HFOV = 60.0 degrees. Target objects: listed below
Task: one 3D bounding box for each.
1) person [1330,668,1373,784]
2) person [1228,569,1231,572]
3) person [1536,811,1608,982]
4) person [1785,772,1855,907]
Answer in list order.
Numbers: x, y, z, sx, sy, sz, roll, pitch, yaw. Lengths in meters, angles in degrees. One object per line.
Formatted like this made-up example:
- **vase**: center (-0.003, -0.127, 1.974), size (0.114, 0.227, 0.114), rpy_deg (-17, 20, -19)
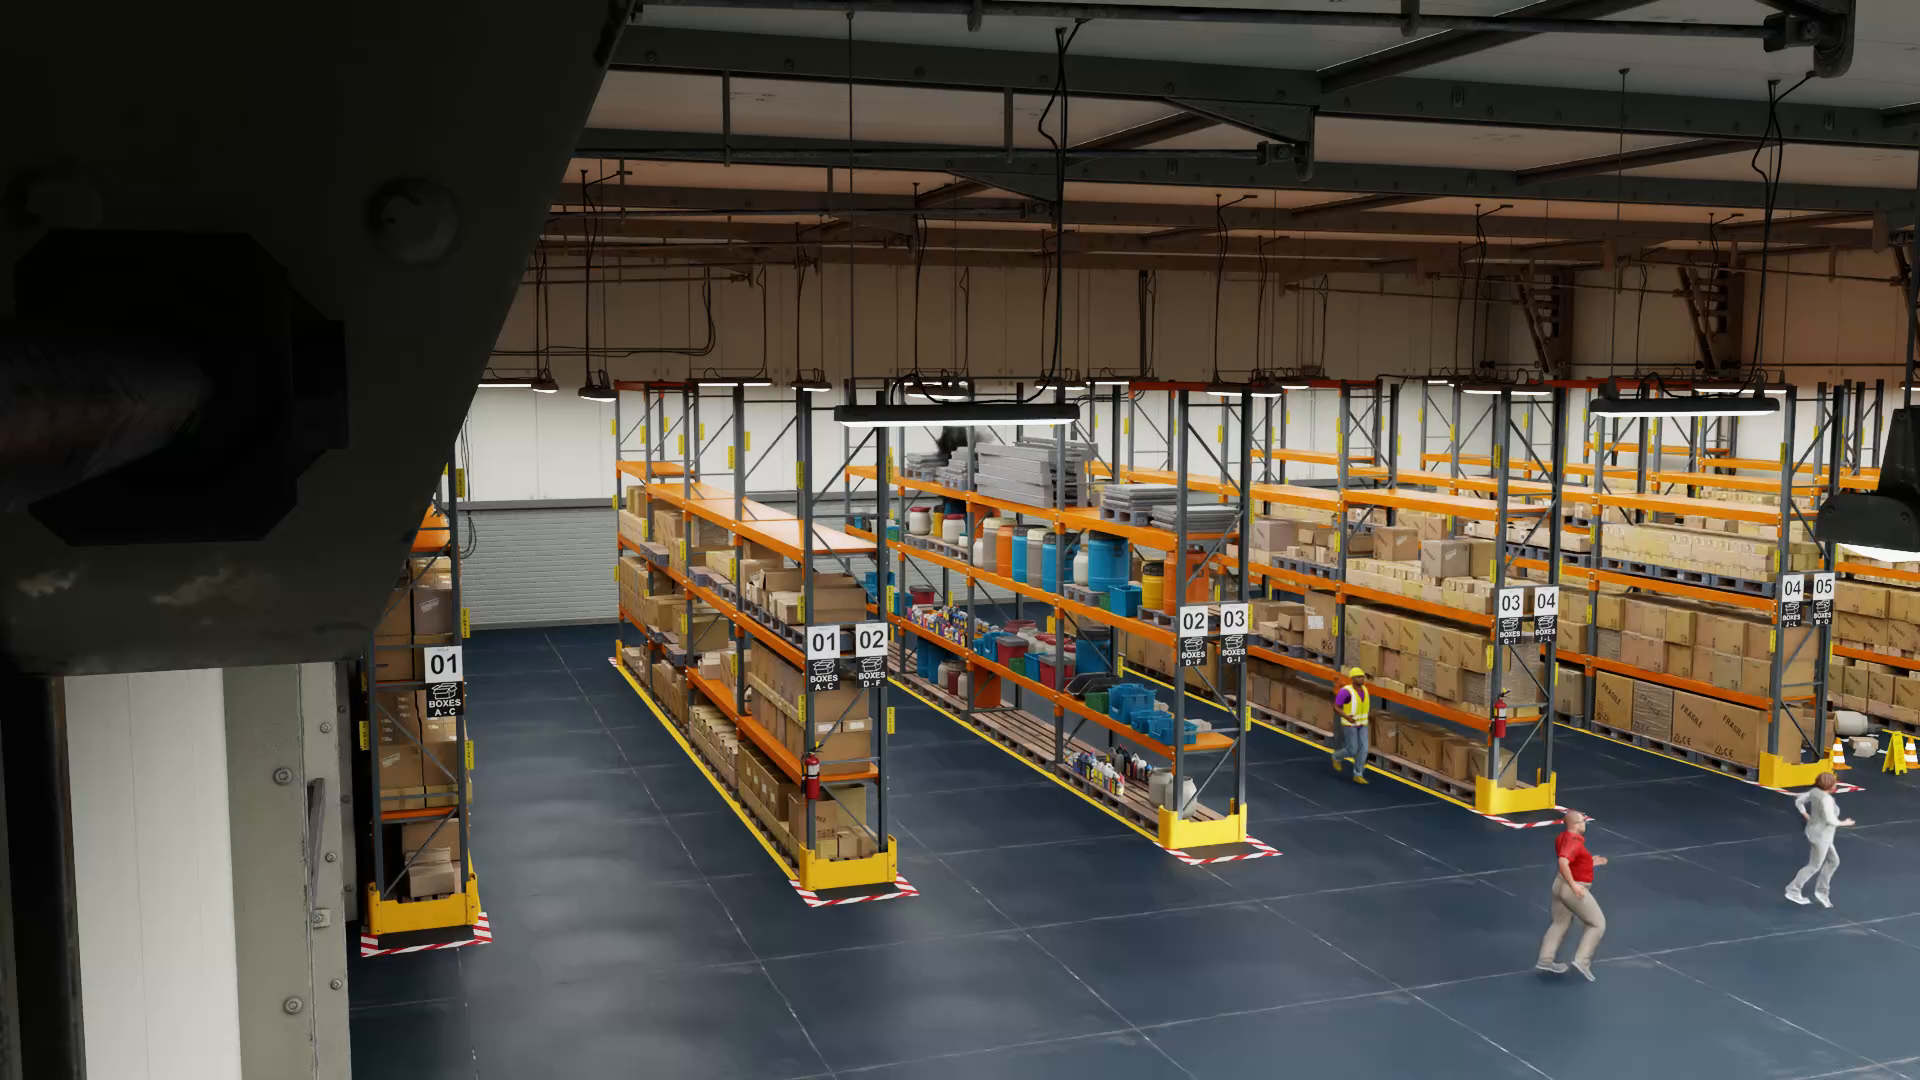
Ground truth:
- **person**: center (5.979, 2.794, 25.267), size (0.697, 1.743, 0.768), rpy_deg (-3, 7, -27)
- **person**: center (6.085, 1.468, 38.159), size (0.567, 1.629, 0.671), rpy_deg (-1, 6, -12)
- **person**: center (6.338, 3.674, 17.153), size (0.699, 1.781, 0.646), rpy_deg (-1, 6, -7)
- **person**: center (10.014, 3.504, 19.367), size (0.709, 1.653, 0.554), rpy_deg (1, 6, 12)
